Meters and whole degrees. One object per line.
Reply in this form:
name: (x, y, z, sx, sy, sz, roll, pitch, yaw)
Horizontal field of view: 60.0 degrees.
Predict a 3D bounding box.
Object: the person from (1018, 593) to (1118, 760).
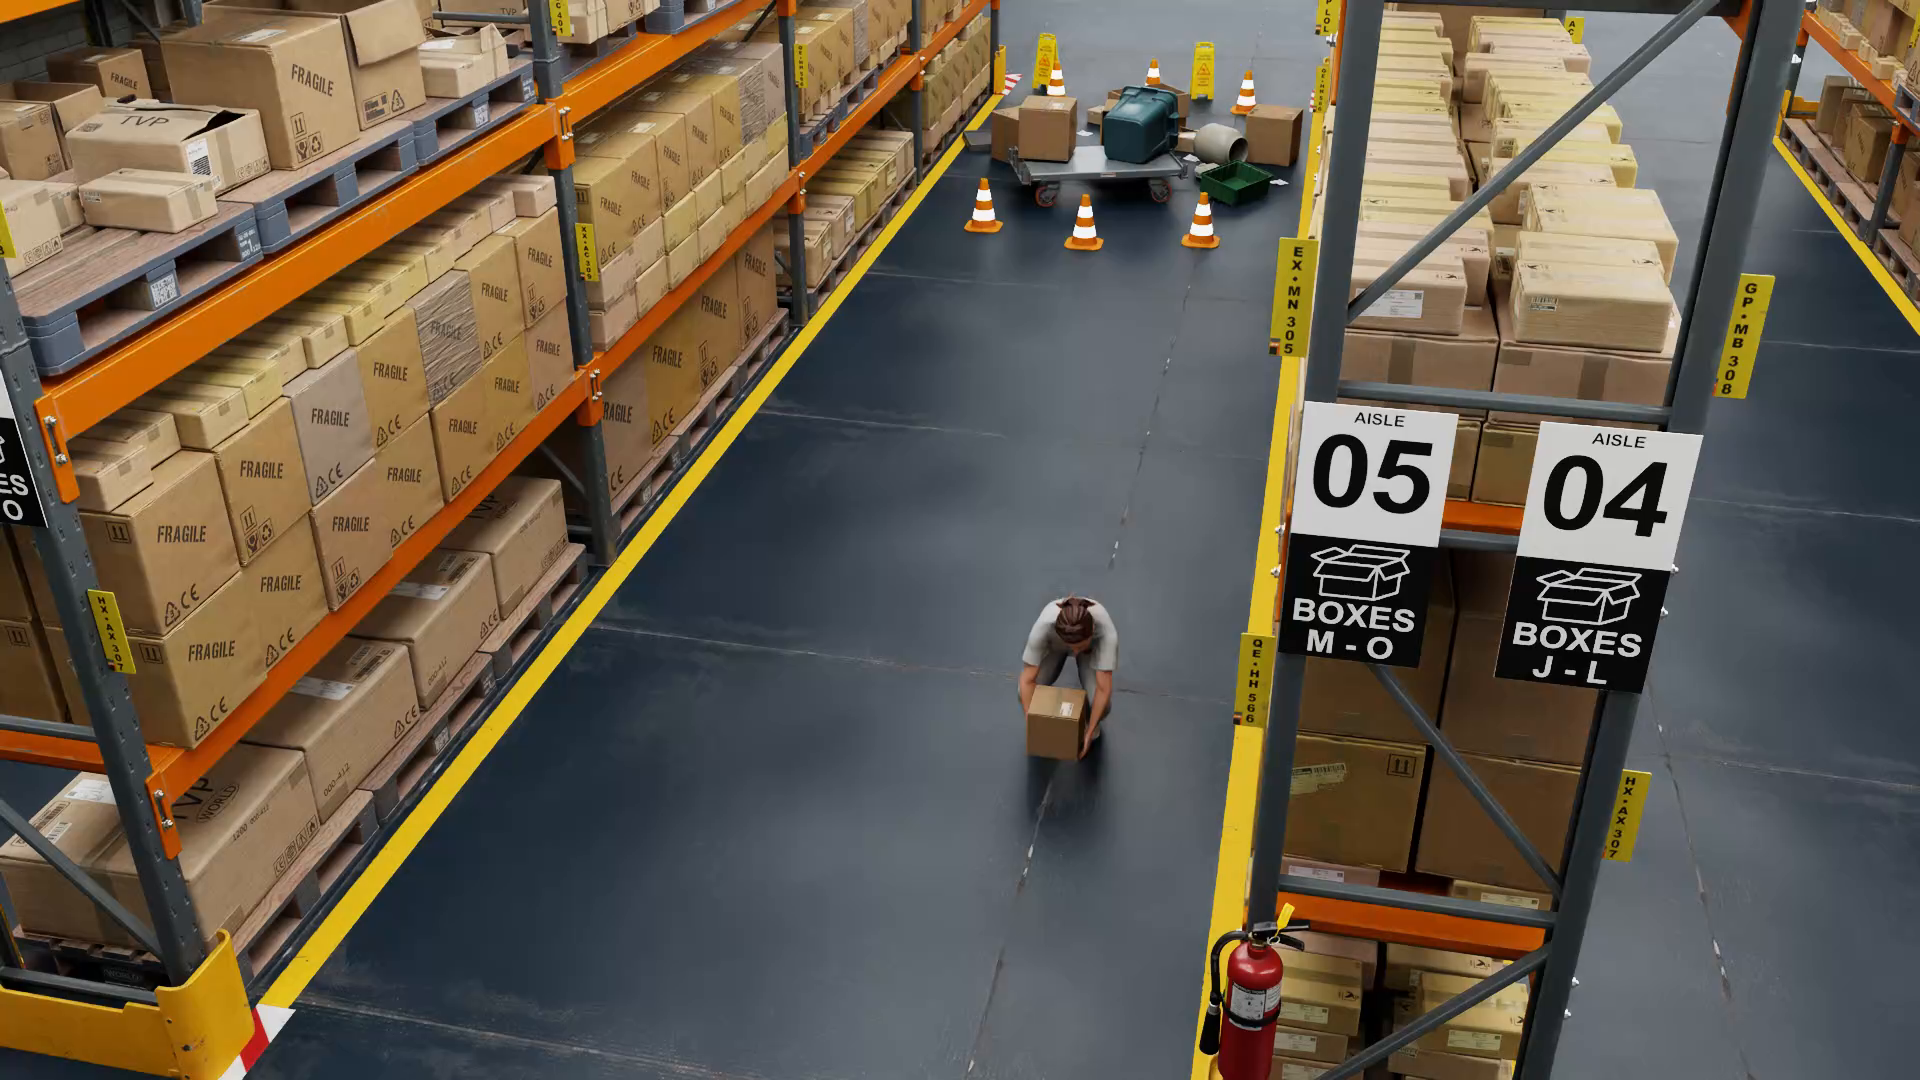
person: (0.552, 0.610, 8.282, 0.488, 0.935, 0.803, 6, 29, 11)
